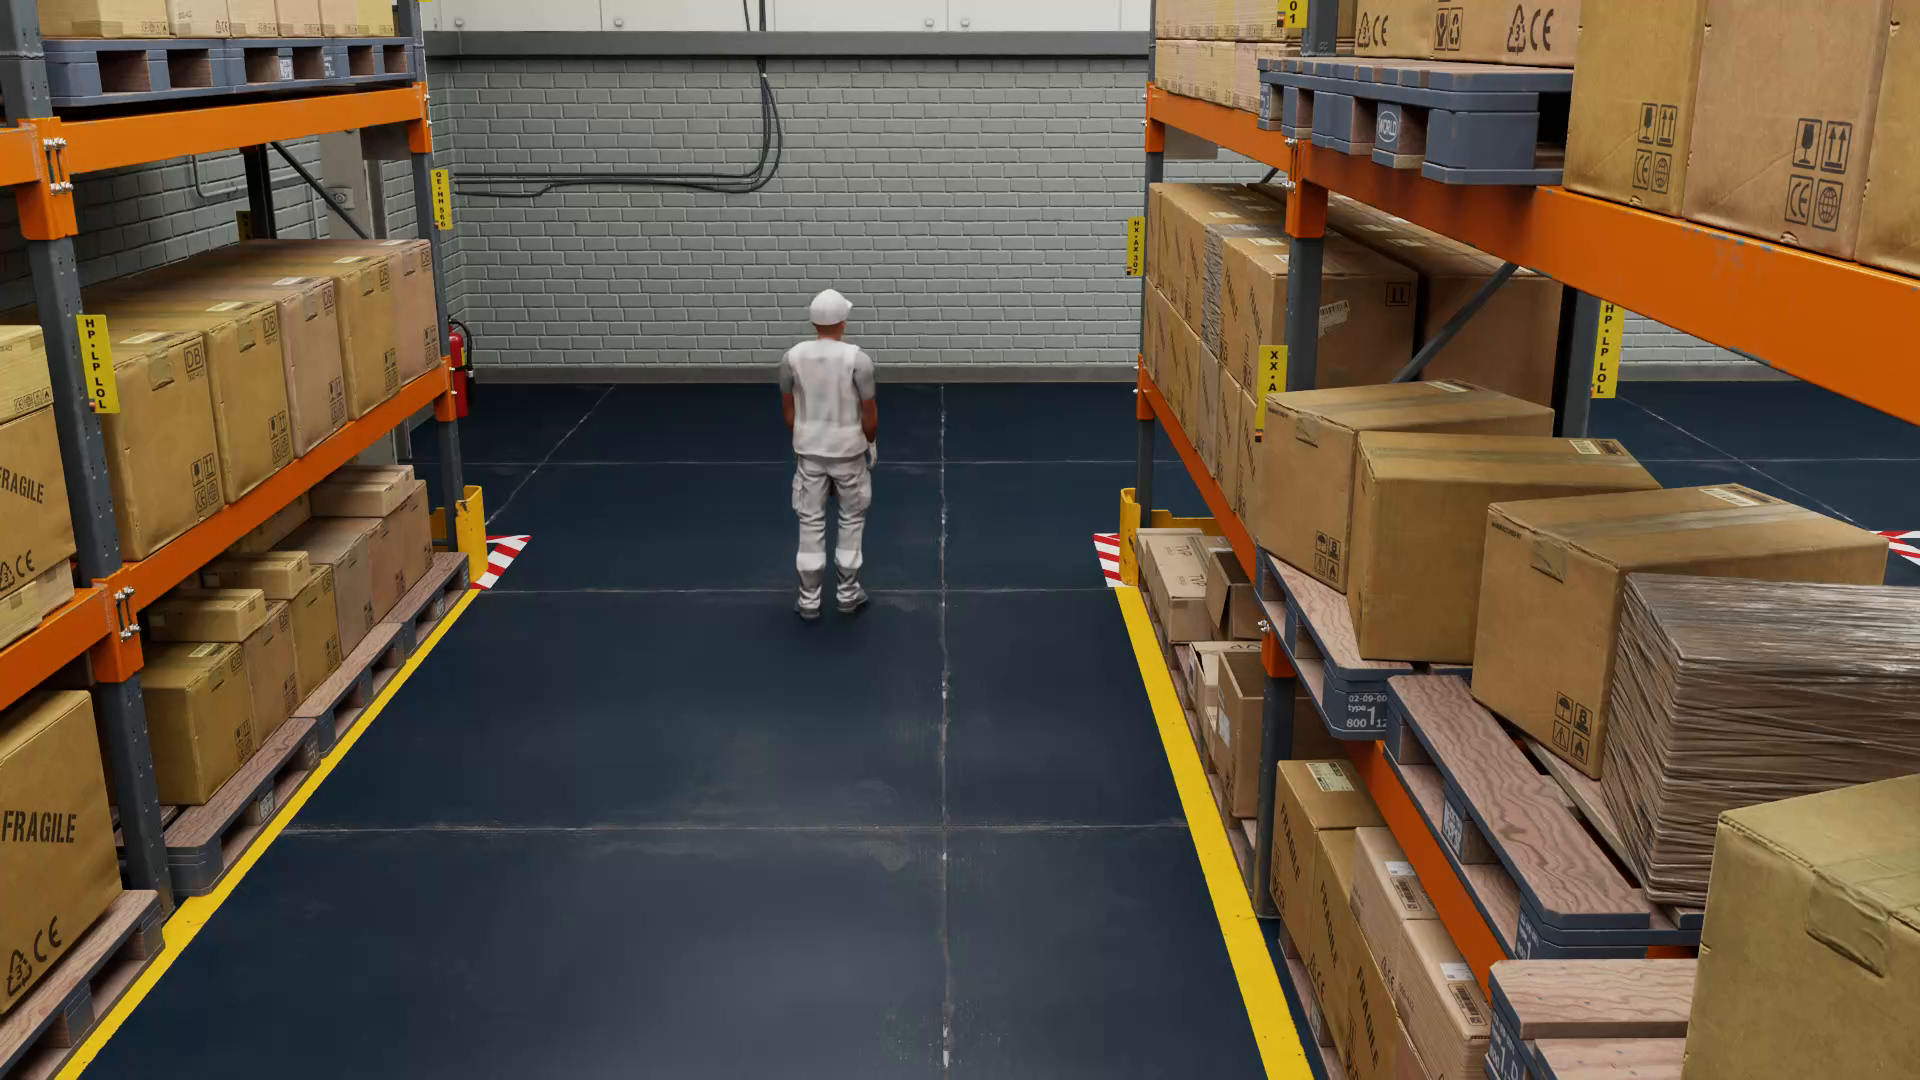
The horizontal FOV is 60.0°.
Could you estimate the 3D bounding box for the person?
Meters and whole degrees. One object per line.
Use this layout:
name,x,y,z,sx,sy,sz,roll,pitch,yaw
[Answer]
person,-0.704,-0.461,9.017,0.534,1.787,0.506,3,17,10
